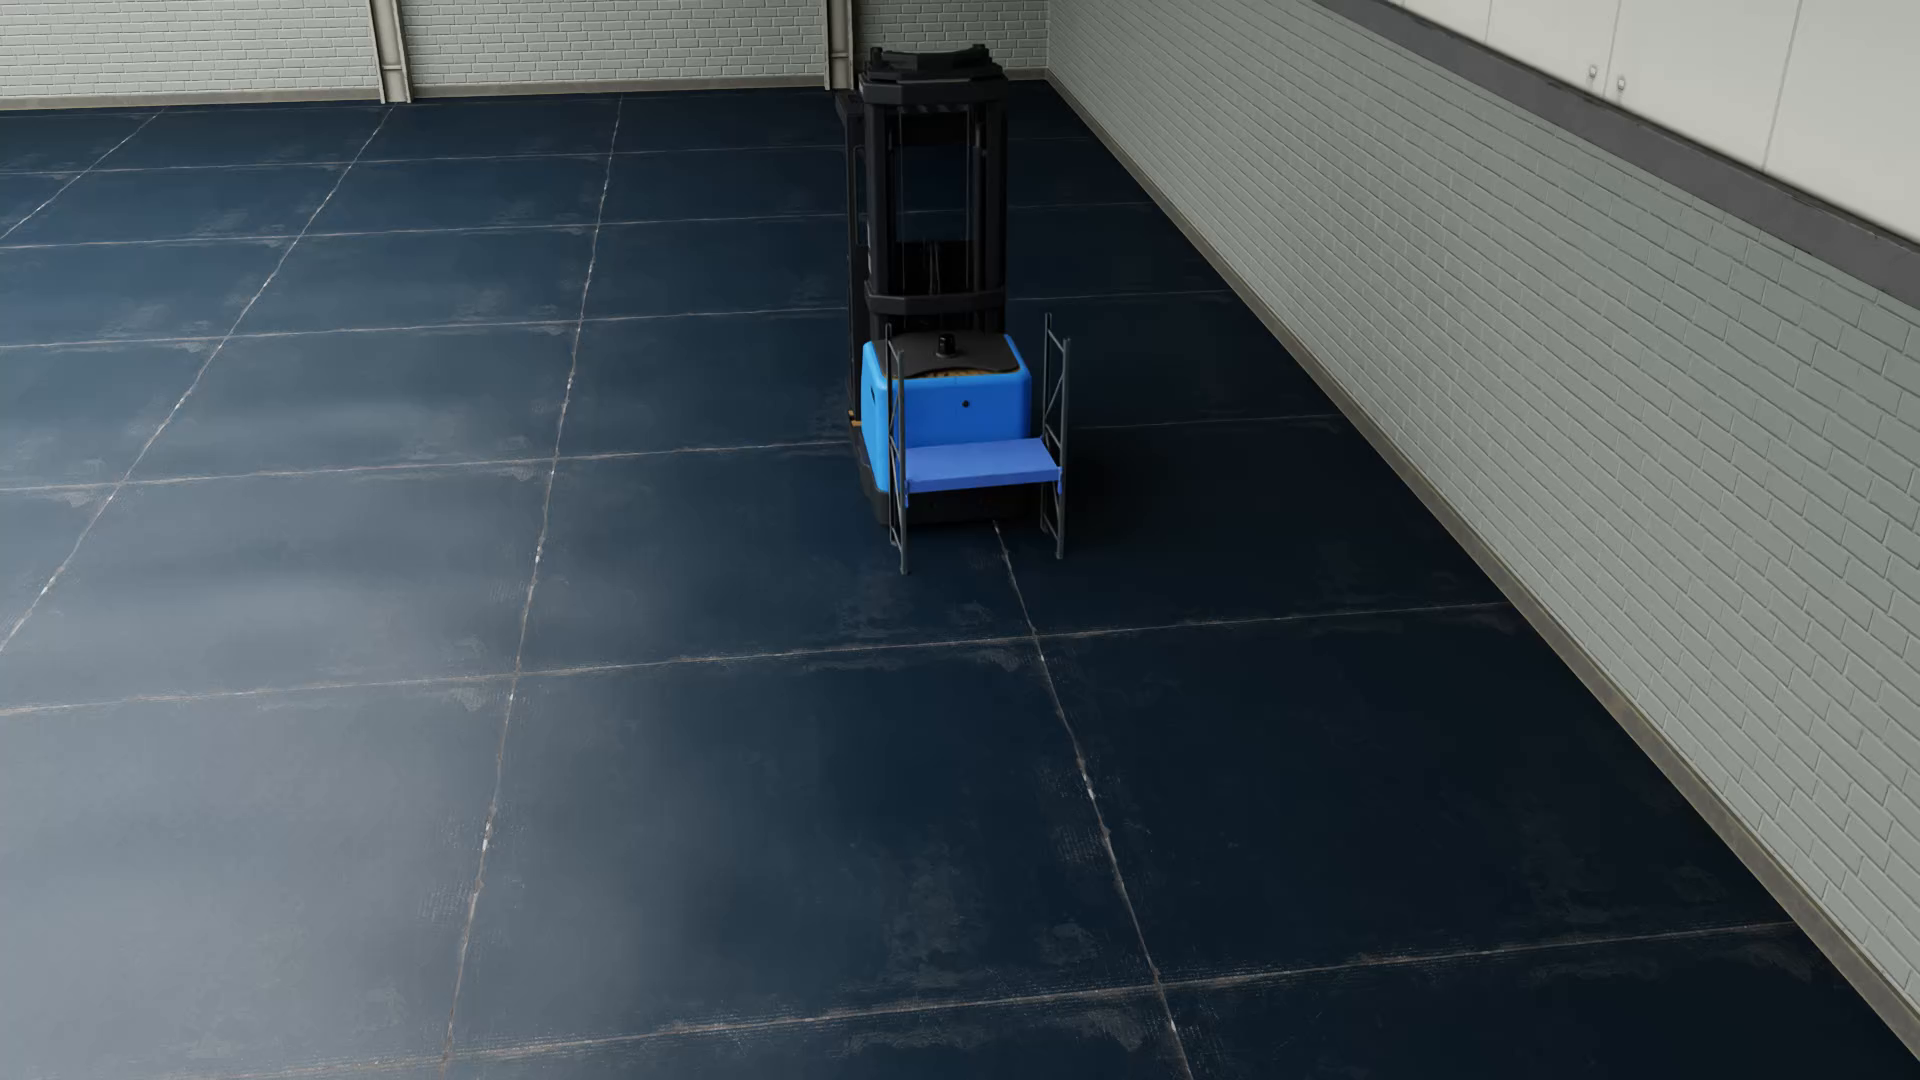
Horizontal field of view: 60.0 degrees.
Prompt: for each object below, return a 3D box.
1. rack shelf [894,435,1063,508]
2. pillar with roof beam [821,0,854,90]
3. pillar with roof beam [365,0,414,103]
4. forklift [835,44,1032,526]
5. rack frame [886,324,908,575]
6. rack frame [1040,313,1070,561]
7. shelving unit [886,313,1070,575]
[{"bbox_3d":[0.103,-0.442,10.565,1.000,0.185,0.538,-5,28,-10],"label":"rack shelf"},{"bbox_3d":[-1.094,-8.411,17.488,0.400,9.000,9.100,-4,27,-7],"label":"pillar with roof beam"},{"bbox_3d":[-7.035,-8.029,16.744,0.400,9.000,9.100,-4,27,-7],"label":"pillar with roof beam"},{"bbox_3d":[-0.264,-2.046,11.730,1.130,2.935,3.031,-4,27,-8],"label":"forklift"},{"bbox_3d":[-0.396,-0.556,10.394,0.032,1.500,0.500,-5,28,-10],"label":"rack frame"},{"bbox_3d":[0.601,-0.647,10.571,0.032,1.500,0.500,-5,28,-10],"label":"rack frame"},{"bbox_3d":[0.103,-0.602,10.483,1.048,1.500,0.538,-5,28,-10],"label":"shelving unit"}]
